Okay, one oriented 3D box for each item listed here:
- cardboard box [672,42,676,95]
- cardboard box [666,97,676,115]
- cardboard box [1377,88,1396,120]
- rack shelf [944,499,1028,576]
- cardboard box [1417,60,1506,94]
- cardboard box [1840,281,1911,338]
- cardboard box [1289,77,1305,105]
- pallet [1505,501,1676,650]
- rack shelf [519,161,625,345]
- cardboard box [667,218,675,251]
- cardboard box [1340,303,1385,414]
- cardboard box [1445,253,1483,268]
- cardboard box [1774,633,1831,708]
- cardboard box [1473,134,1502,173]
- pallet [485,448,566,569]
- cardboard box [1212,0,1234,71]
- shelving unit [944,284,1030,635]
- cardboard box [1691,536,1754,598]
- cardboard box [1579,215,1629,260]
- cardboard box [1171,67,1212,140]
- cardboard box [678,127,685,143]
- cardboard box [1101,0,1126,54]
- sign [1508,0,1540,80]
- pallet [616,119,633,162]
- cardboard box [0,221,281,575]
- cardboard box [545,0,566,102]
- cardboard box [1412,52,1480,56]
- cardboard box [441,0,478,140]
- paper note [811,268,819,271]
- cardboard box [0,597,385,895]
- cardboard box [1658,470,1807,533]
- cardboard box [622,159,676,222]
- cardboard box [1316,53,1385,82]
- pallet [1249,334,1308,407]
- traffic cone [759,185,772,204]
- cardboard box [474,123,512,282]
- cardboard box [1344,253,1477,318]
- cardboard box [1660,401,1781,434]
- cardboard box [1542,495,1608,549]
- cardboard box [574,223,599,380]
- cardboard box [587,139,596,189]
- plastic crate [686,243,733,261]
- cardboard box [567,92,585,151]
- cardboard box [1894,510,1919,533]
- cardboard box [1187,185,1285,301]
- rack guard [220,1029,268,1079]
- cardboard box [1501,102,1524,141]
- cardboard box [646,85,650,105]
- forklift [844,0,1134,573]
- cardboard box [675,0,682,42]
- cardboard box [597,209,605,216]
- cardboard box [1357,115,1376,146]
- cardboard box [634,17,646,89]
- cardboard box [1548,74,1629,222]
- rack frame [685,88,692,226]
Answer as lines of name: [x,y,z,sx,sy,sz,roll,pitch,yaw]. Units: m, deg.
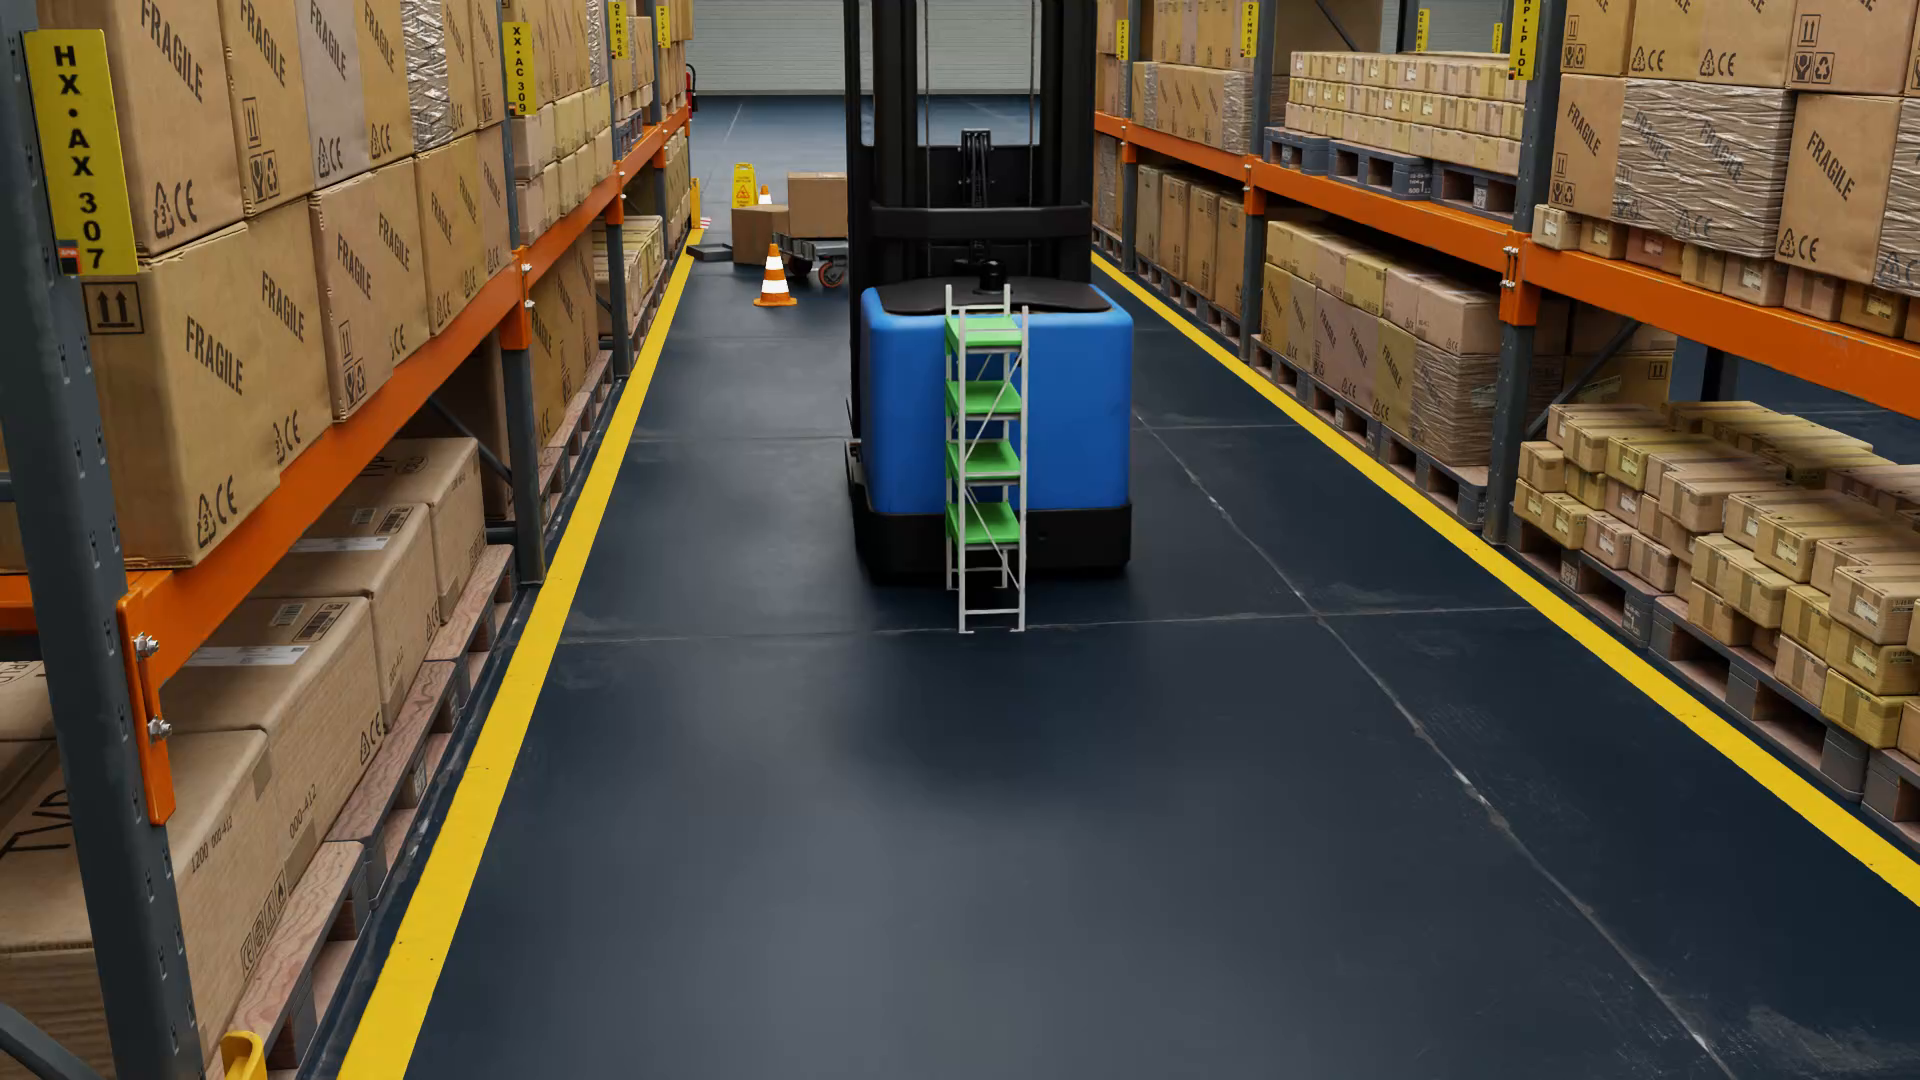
cardboard box: [-2.936,-4.410,15.553,0.500,0.500,0.500,-2,17,-5]
cardboard box: [-2.818,-3.997,15.321,0.380,0.149,0.250,-2,18,-5]
cardboard box: [2.360,-2.232,8.499,0.380,0.149,0.250,-1,17,-4]
rack shelf: [0.092,-0.015,6.237,0.258,0.148,0.480,-2,18,-6]
cardboard box: [2.419,-2.218,7.960,0.380,0.149,0.250,-2,18,-7]
cardboard box: [2.766,-0.673,4.734,0.380,0.149,0.250,-1,17,-5]
cardboard box: [2.194,-2.696,9.977,0.380,0.149,0.250,-1,17,-3]
pallet: [2.861,0.098,6.513,1.003,0.211,1.213,-2,18,-6]
rack shelf: [-2.363,-1.501,8.152,1.077,0.370,4.000,-2,18,-6]
cardboard box: [-2.774,-2.705,14.674,0.500,0.250,0.500,-3,18,-8]
cardboard box: [2.329,-0.958,8.692,0.500,0.500,0.500,-2,18,-7]
cardboard box: [2.838,-1.336,8.645,0.500,0.250,0.500,-1,17,-4]
cardboard box: [2.703,0.385,5.000,0.380,0.149,0.250,-1,17,-5]
cardboard box: [2.491,-1.702,7.308,0.380,0.149,0.250,-2,18,-5]
pallet: [-2.311,-0.146,7.289,1.003,0.211,1.213,-2,18,-6]
cardboard box: [2.199,-3.586,11.754,0.700,0.500,0.500,-2,18,-6]
shelving unit: [0.092,-0.305,6.146,0.258,1.200,0.503,-2,18,-6]
cardboard box: [2.645,0.089,5.449,0.380,0.149,0.250,-2,18,-6]
cardboard box: [2.561,-1.143,6.228,0.380,0.149,0.250,-1,17,-4]
cardboard box: [1.872,-3.247,12.345,0.500,0.500,0.500,-2,17,-5]
cardboard box: [-2.948,-4.042,16.597,0.380,0.149,0.250,-1,17,-4]
cardboard box: [1.755,-4.673,15.001,0.875,0.550,0.550,-2,18,-6]
sign: [2.205,-1.966,6.498,0.100,0.325,0.005,-2,18,-6]
pallet: [-2.749,-2.558,10.637,1.213,0.211,1.003,-2,18,-6]
cardboard box: [-1.508,-0.256,2.819,0.500,0.500,0.500,-2,18,-6]
cardboard box: [-2.045,-2.214,7.384,0.500,0.500,0.500,-2,18,-7]
cardboard box: [2.874,-2.781,9.752,0.380,0.149,0.250,-2,18,-6]
cardboard box: [-1.789,-1.490,5.079,0.500,0.500,0.500,-2,18,-6]
paper note: [-1.339,-2.426,14.854,0.148,0.019,0.142,-2,18,-6]
cardboard box: [-2.014,0.499,4.155,0.875,0.438,0.875,-1,17,-4]
cardboard box: [2.625,-0.134,5.660,0.380,0.149,0.250,-1,17,-4]
cardboard box: [-2.774,-3.062,14.561,0.500,0.500,0.500,-1,17,-3]
cardboard box: [2.250,-2.691,9.465,0.380,0.149,0.250,-2,18,-6]
pallet: [2.423,-1.060,10.201,1.003,0.211,1.213,-2,18,-6]
traffic cone: [-2.067,-3.525,17.633,0.336,0.463,0.334,-2,18,-6]
cardboard box: [-1.854,-1.166,5.716,0.500,0.500,0.500,-2,18,-5]
cardboard box: [2.320,-1.322,8.600,0.500,0.250,0.500,-3,18,-8]
cardboard box: [3.052,-0.458,6.692,0.380,0.149,0.250,-1,17,-4]
cardboard box: [2.502,-0.074,6.464,0.380,0.149,0.250,-1,17,-4]
cardboard box: [-2.580,-1.419,9.534,0.875,0.875,0.875,-2,18,-6]
cardboard box: [-2.154,-1.924,8.548,0.500,0.250,0.500,-2,18,-6]
plastic crate: [-2.328,-2.732,15.746,0.402,0.080,0.583,-8,19,-25]
cardboard box: [-2.083,-2.012,7.992,0.500,0.250,0.500,-2,18,-7]
cardboard box: [3.177,0.006,5.215,0.380,0.149,0.250,-2,18,-6]
cardboard box: [2.277,-2.195,12.215,1.050,0.750,0.750,-2,17,-5]
rack guard: [-1.741,1.143,2.702,1.175,0.500,0.348,-2,18,-6]
cardboard box: [2.519,-1.766,7.018,0.380,0.149,0.250,-1,17,-4]
cardboard box: [-2.582,-3.413,12.759,0.380,0.149,0.250,-2,18,-7]
forklift: [0.019,-1.663,7.581,1.130,2.935,3.031,-2,18,-6]
cardboard box: [-2.867,-4.740,14.934,0.700,0.500,0.500,-2,18,-7]
cardboard box: [-3.310,-3.046,14.510,0.500,0.500,0.500,-2,18,-6]
cardboard box: [2.328,-2.169,8.797,0.380,0.149,0.250,-2,17,-5]
cardboard box: [-2.606,-3.590,12.239,0.500,0.500,0.500,-1,17,-4]
cardboard box: [2.557,-1.466,6.175,0.500,0.500,0.500,-2,18,-7]
rack frame: [-3.394,-4.824,17.534,1.000,3.000,0.127,-2,18,-6]
